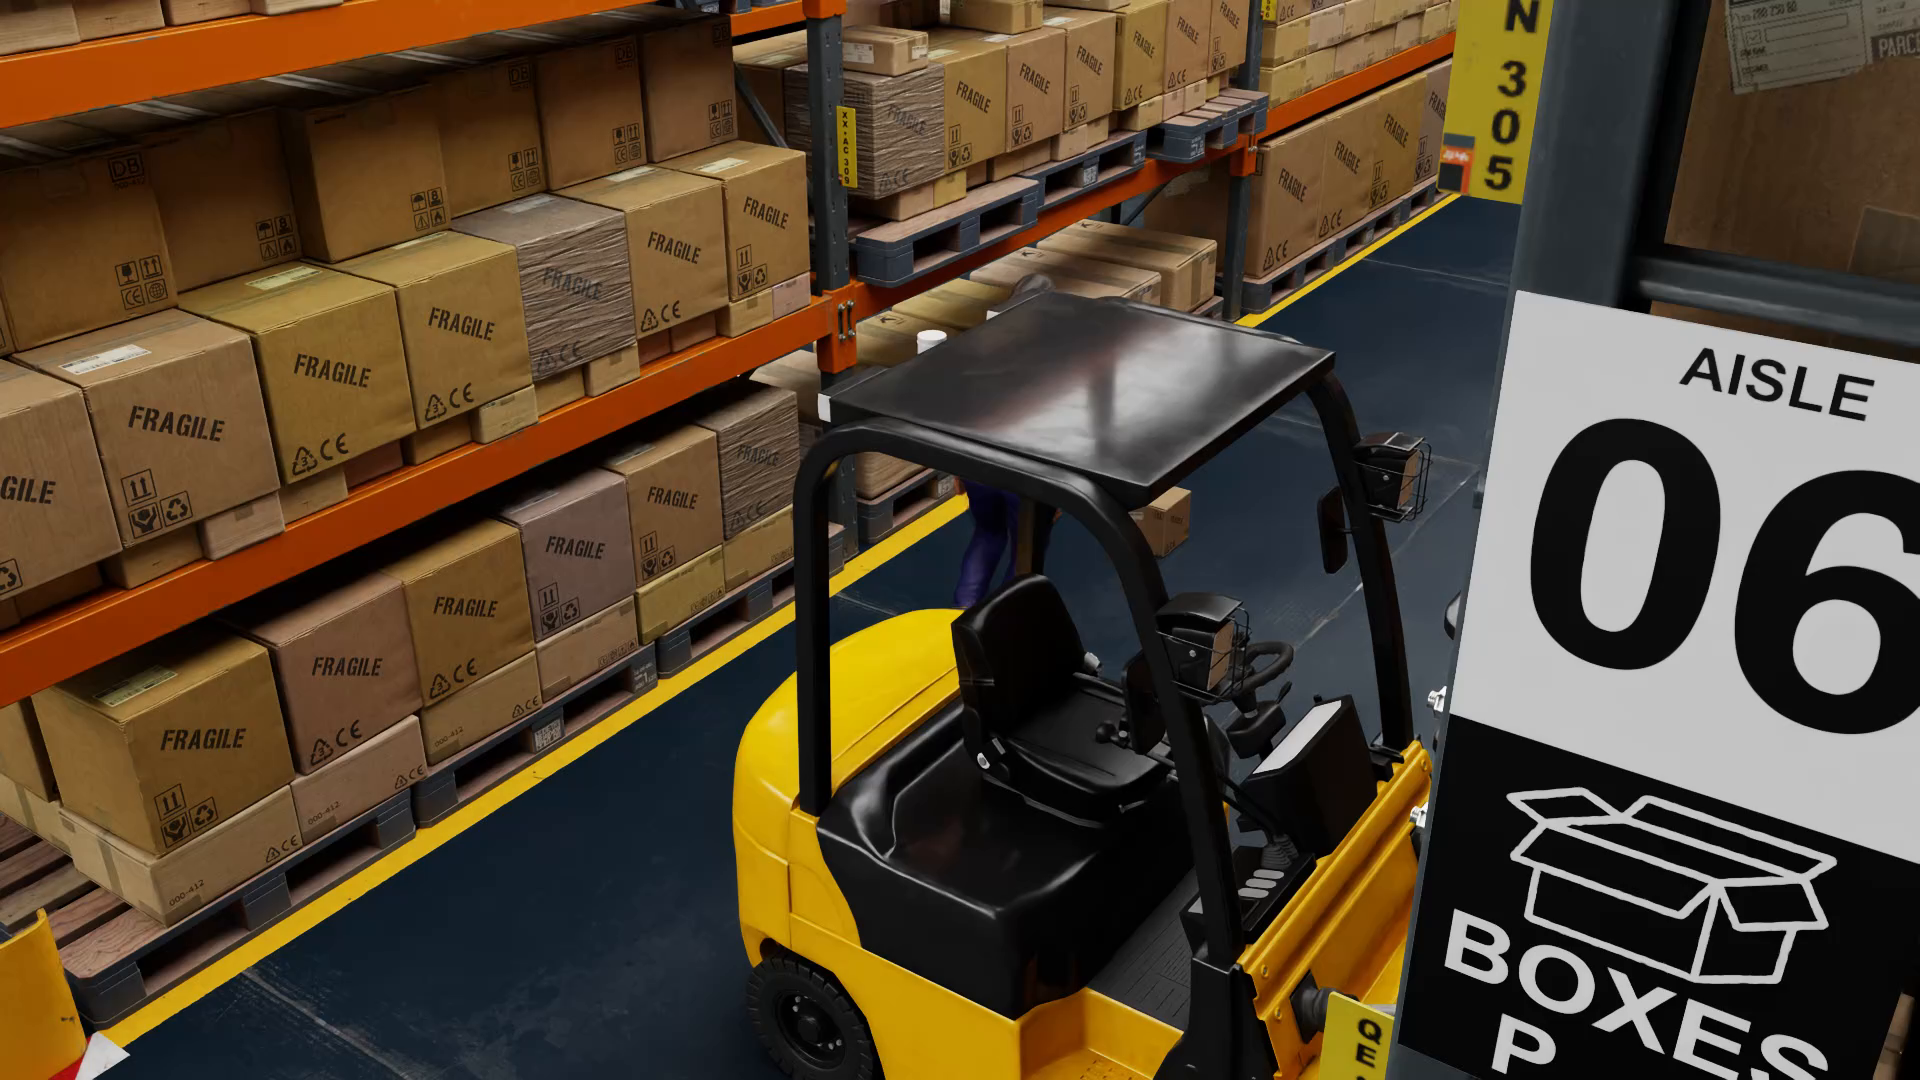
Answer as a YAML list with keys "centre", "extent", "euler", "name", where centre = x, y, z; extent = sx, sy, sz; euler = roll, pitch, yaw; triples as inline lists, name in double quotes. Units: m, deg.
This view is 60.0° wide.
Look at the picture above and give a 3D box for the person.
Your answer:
- centre: [0.201, -0.244, 6.569]
  extent: [0.523, 1.643, 0.479]
  euler: [15, 31, 27]
  name: "person"
